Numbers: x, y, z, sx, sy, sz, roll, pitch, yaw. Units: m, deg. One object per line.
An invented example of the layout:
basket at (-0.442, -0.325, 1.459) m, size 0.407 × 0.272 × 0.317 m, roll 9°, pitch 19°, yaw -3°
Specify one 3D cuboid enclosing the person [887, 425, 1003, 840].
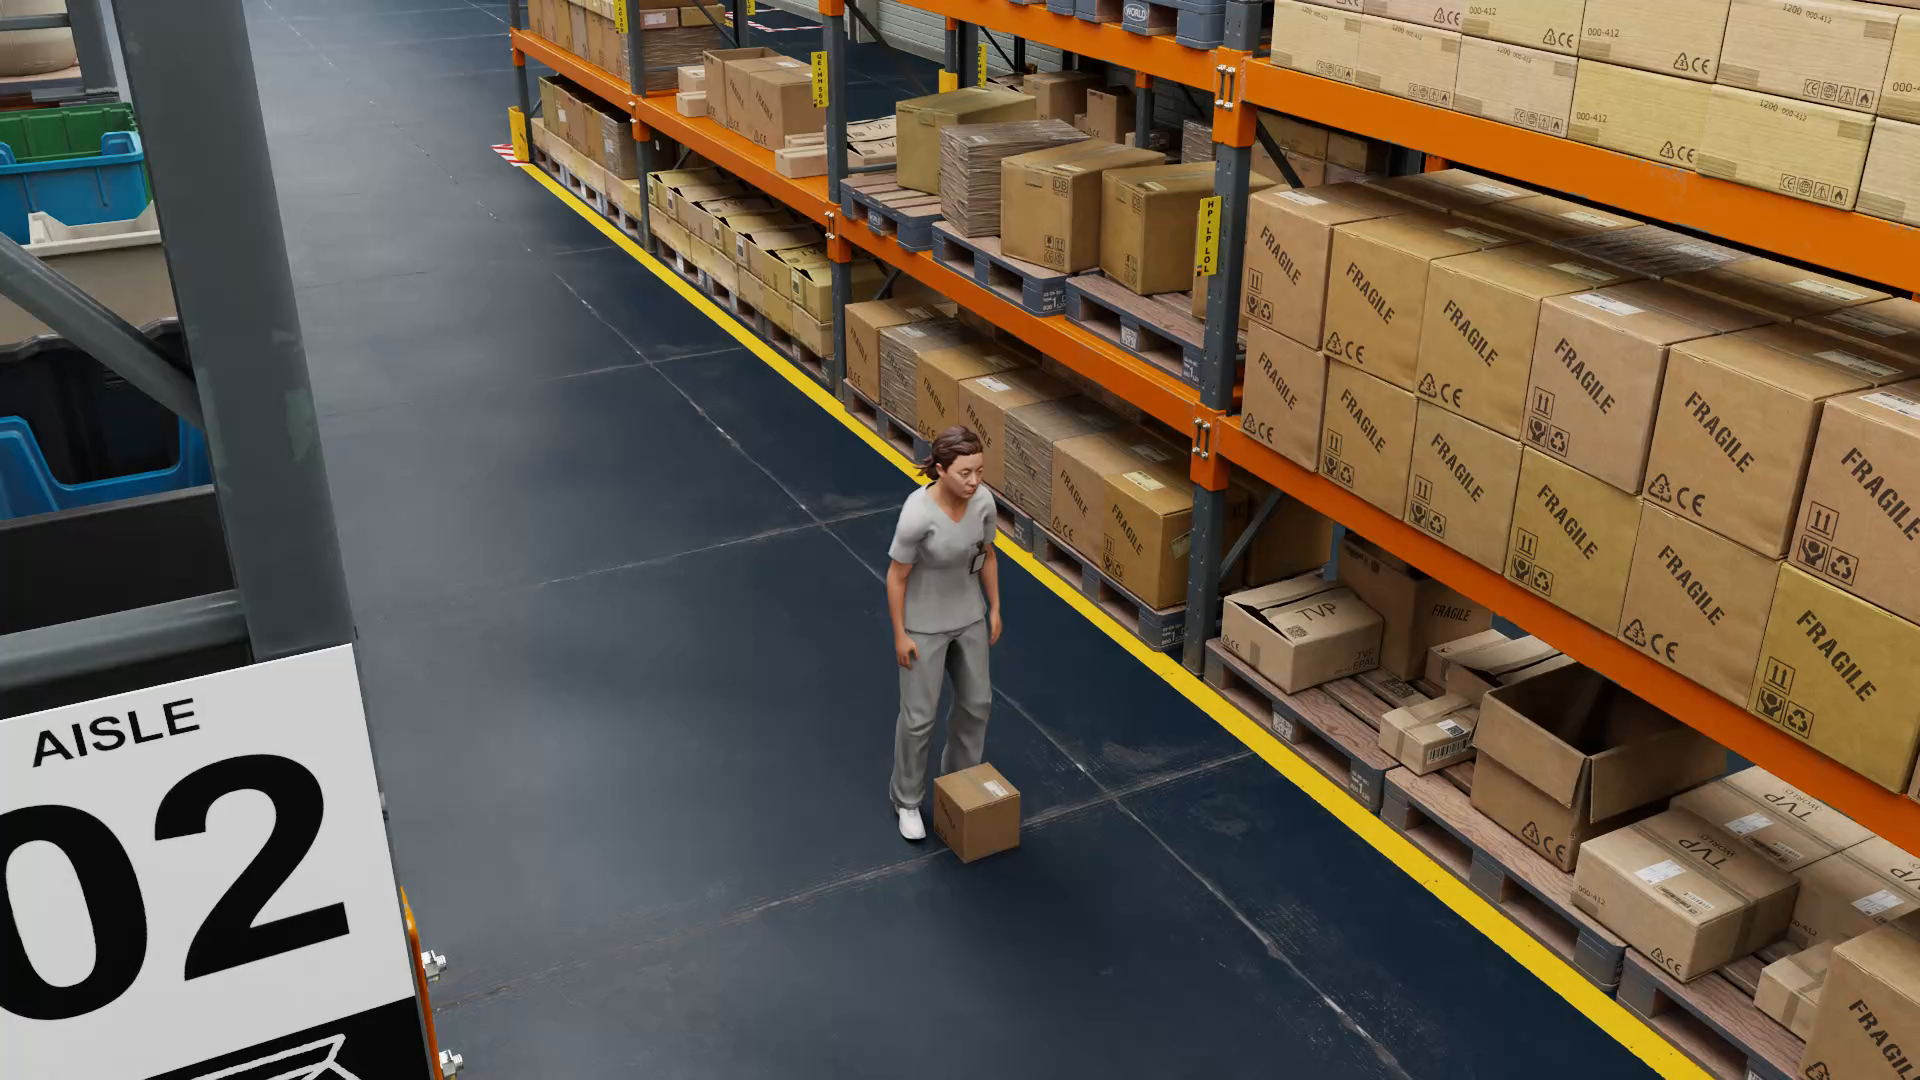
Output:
person at (-0.059, 0.334, 6.418) m, size 0.512 × 1.671 × 0.359 m, roll -15°, pitch 29°, yaw -28°
